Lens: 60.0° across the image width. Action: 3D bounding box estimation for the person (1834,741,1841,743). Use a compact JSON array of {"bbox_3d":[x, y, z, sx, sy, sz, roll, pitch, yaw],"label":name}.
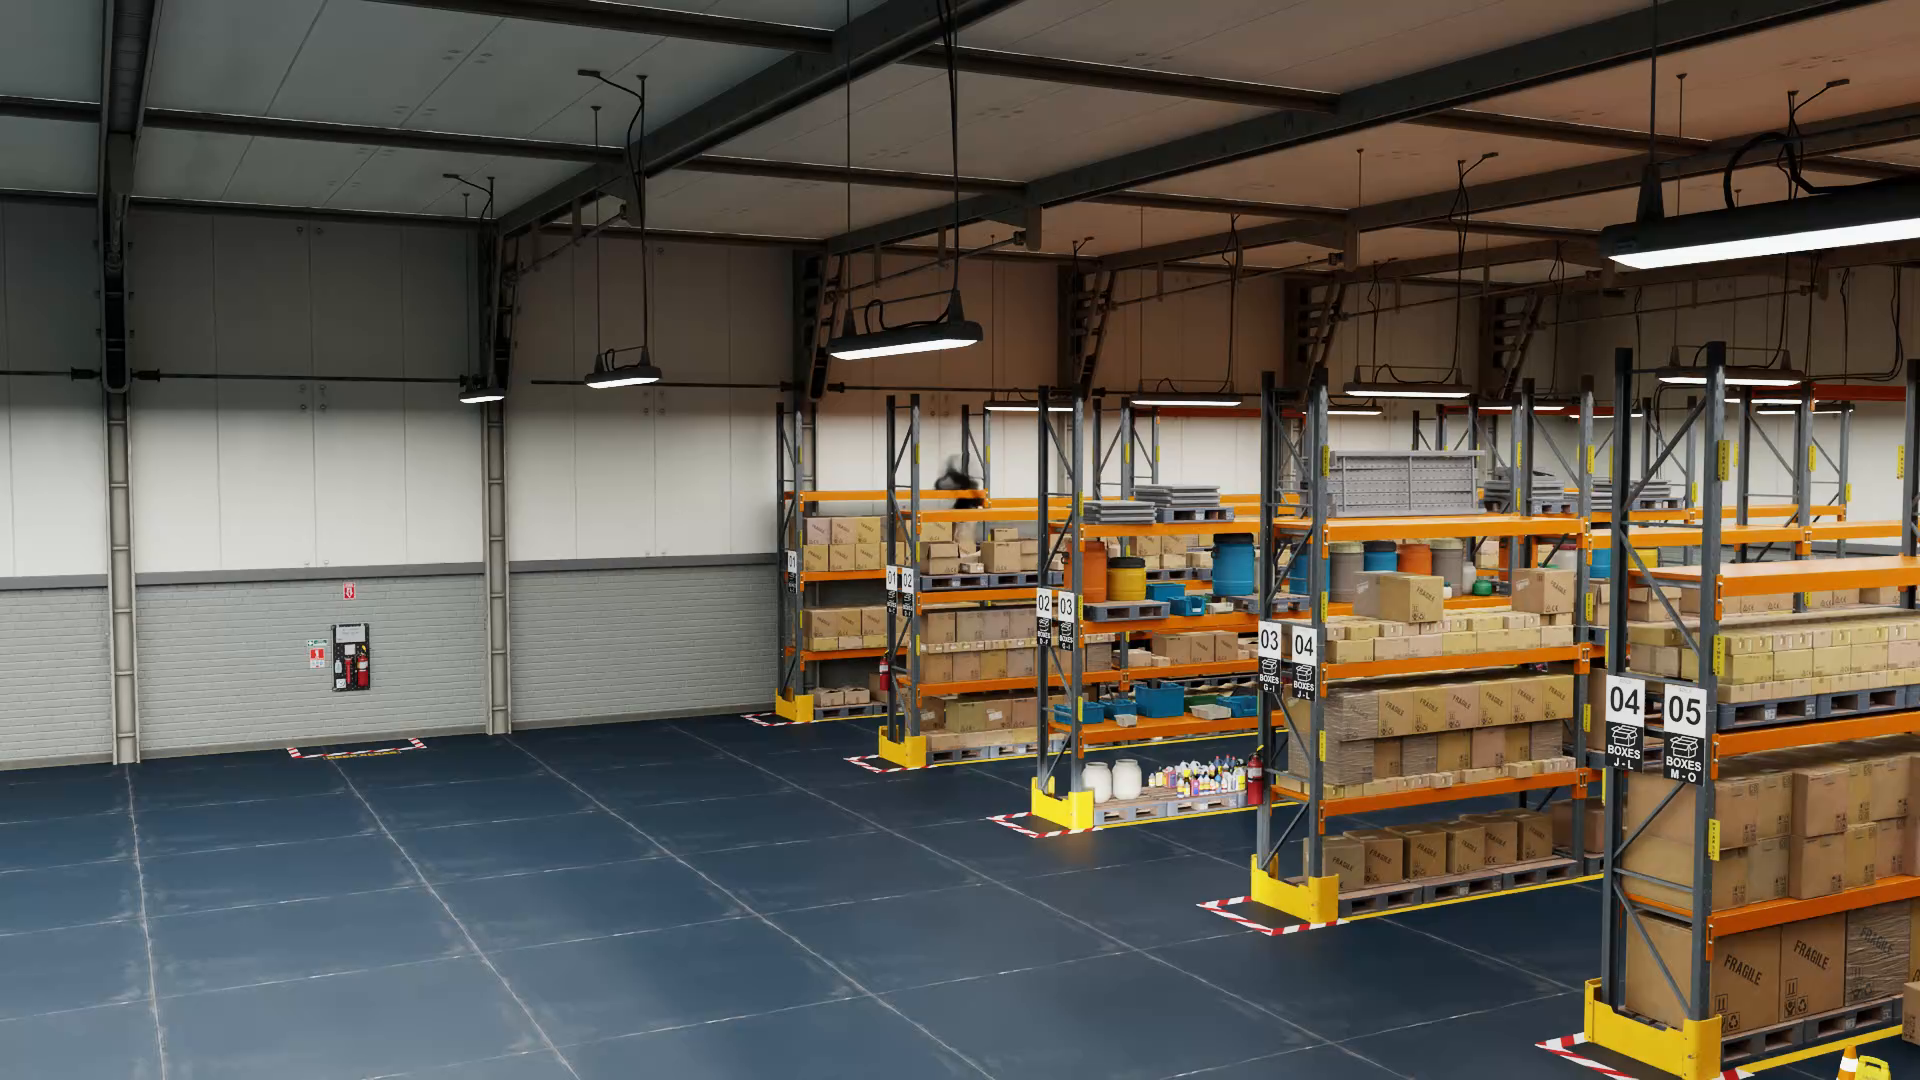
[{"bbox_3d":[10.612,3.235,20.065,0.592,1.628,0.602,-2,4,-26],"label":"person"}]
